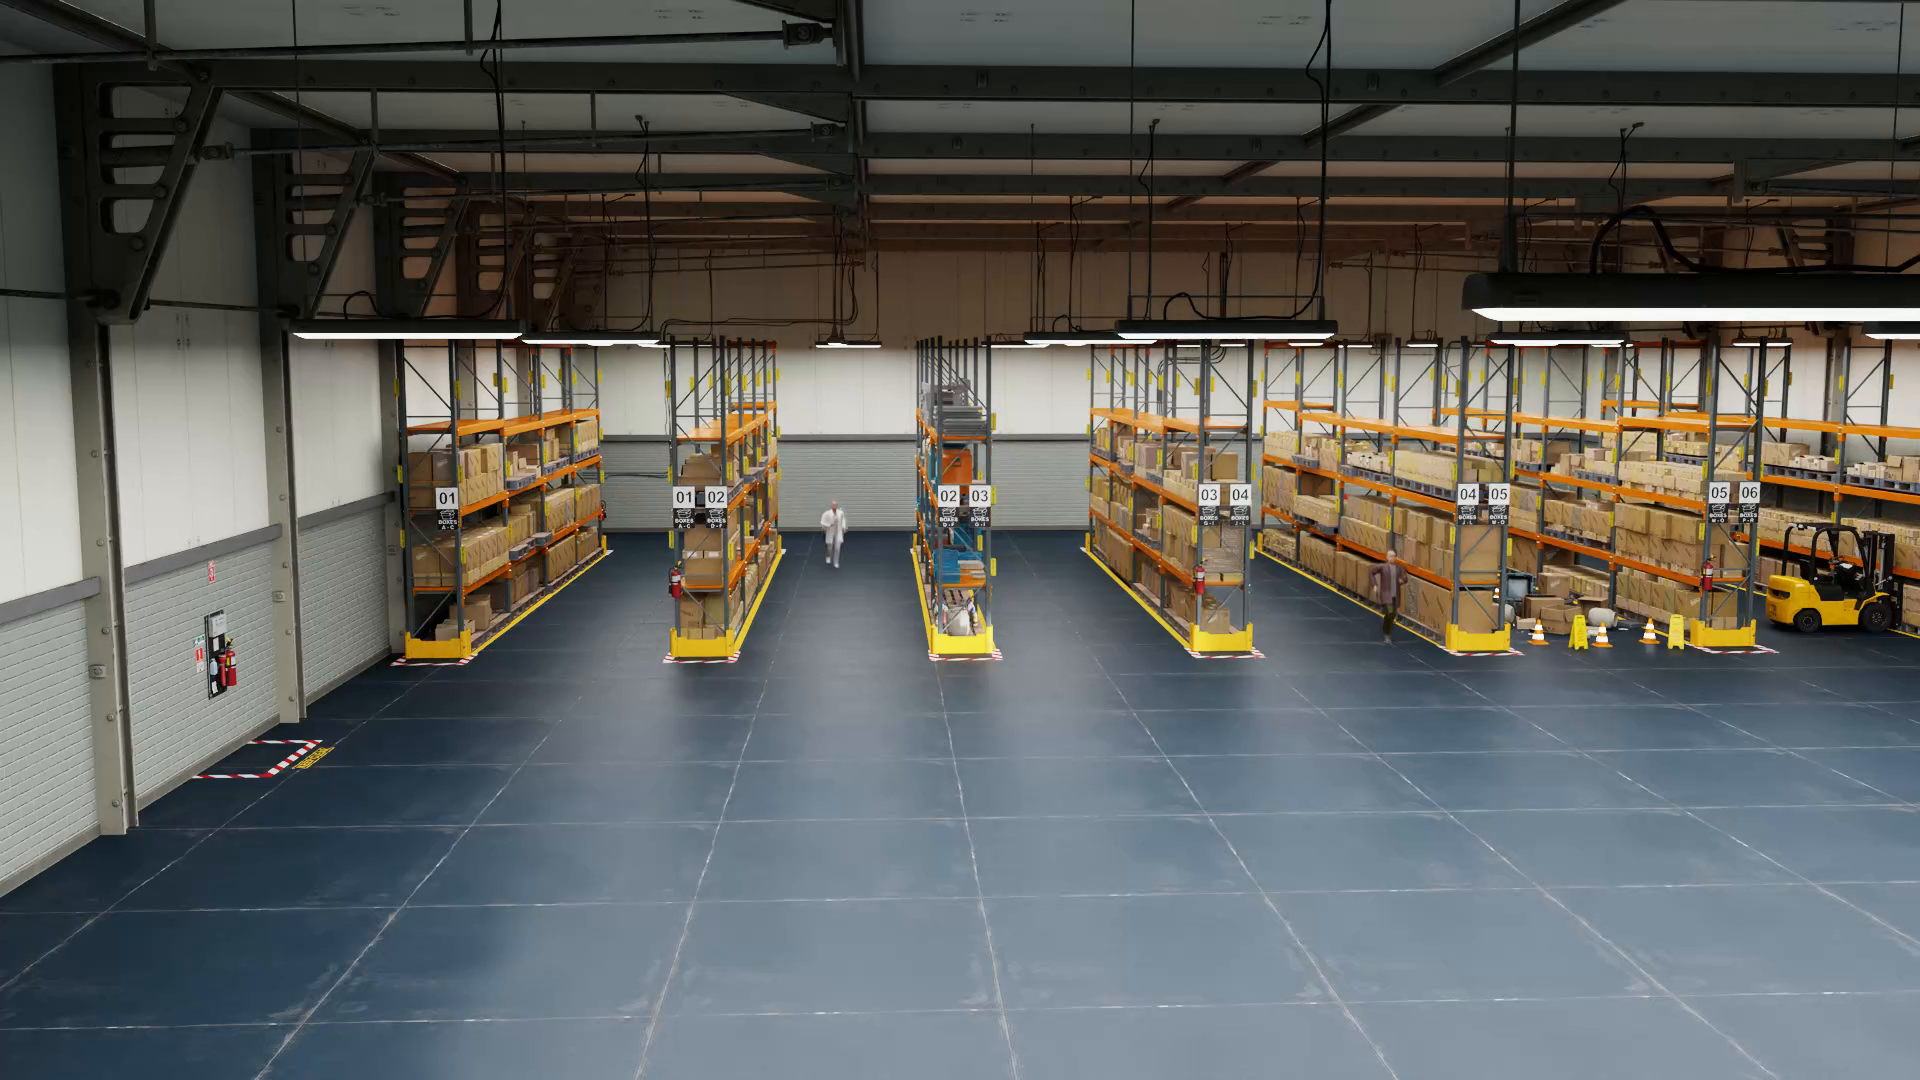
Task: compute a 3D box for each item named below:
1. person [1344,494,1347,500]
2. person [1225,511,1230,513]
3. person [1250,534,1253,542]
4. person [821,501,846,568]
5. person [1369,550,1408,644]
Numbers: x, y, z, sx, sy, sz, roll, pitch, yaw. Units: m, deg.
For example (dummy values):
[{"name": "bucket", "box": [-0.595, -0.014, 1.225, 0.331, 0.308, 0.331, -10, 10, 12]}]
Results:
[{"name": "person", "box": [10.750, -0.432, 46.646, 0.659, 1.731, 0.635, -2, 7, -14]}, {"name": "person", "box": [7.395, -0.466, 47.119, 0.624, 1.685, 0.836, 3, 7, 21]}, {"name": "person", "box": [8.351, -0.627, 48.706, 0.816, 1.690, 0.575, -3, 7, -28]}, {"name": "person", "box": [-3.343, -0.157, 44.025, 0.711, 1.753, 0.915, -2, 7, -18]}, {"name": "person", "box": [8.478, 1.166, 32.805, 0.670, 1.765, 0.829, -1, 7, -12]}]
